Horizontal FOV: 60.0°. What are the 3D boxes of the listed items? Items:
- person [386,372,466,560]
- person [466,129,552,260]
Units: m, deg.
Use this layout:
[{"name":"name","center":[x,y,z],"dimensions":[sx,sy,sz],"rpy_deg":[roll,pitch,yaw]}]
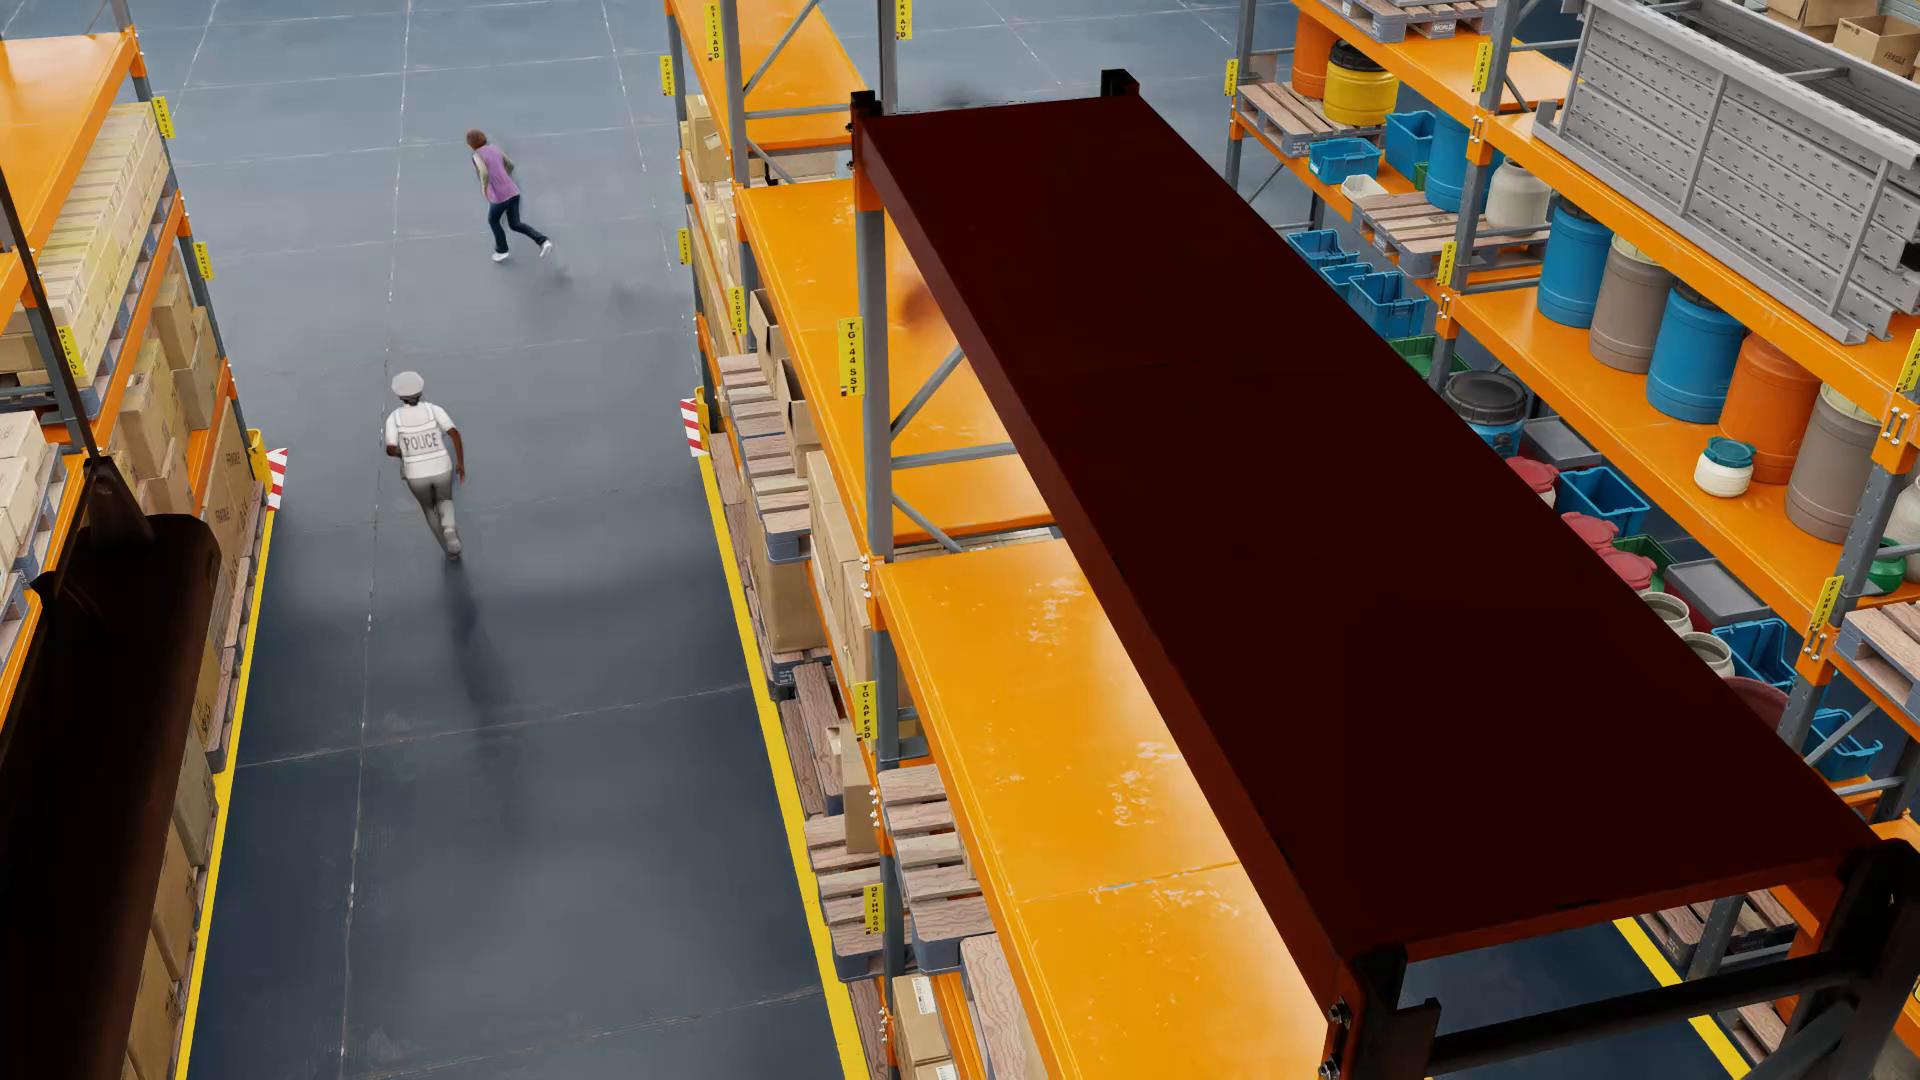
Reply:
[{"name":"person","center":[-4.292,-0.527,13.477],"dimensions":[0.563,1.619,0.701],"rpy_deg":[-16,38,-22]},{"name":"person","center":[-4.906,-3.685,18.155],"dimensions":[0.897,1.549,0.557],"rpy_deg":[12,36,17]}]
